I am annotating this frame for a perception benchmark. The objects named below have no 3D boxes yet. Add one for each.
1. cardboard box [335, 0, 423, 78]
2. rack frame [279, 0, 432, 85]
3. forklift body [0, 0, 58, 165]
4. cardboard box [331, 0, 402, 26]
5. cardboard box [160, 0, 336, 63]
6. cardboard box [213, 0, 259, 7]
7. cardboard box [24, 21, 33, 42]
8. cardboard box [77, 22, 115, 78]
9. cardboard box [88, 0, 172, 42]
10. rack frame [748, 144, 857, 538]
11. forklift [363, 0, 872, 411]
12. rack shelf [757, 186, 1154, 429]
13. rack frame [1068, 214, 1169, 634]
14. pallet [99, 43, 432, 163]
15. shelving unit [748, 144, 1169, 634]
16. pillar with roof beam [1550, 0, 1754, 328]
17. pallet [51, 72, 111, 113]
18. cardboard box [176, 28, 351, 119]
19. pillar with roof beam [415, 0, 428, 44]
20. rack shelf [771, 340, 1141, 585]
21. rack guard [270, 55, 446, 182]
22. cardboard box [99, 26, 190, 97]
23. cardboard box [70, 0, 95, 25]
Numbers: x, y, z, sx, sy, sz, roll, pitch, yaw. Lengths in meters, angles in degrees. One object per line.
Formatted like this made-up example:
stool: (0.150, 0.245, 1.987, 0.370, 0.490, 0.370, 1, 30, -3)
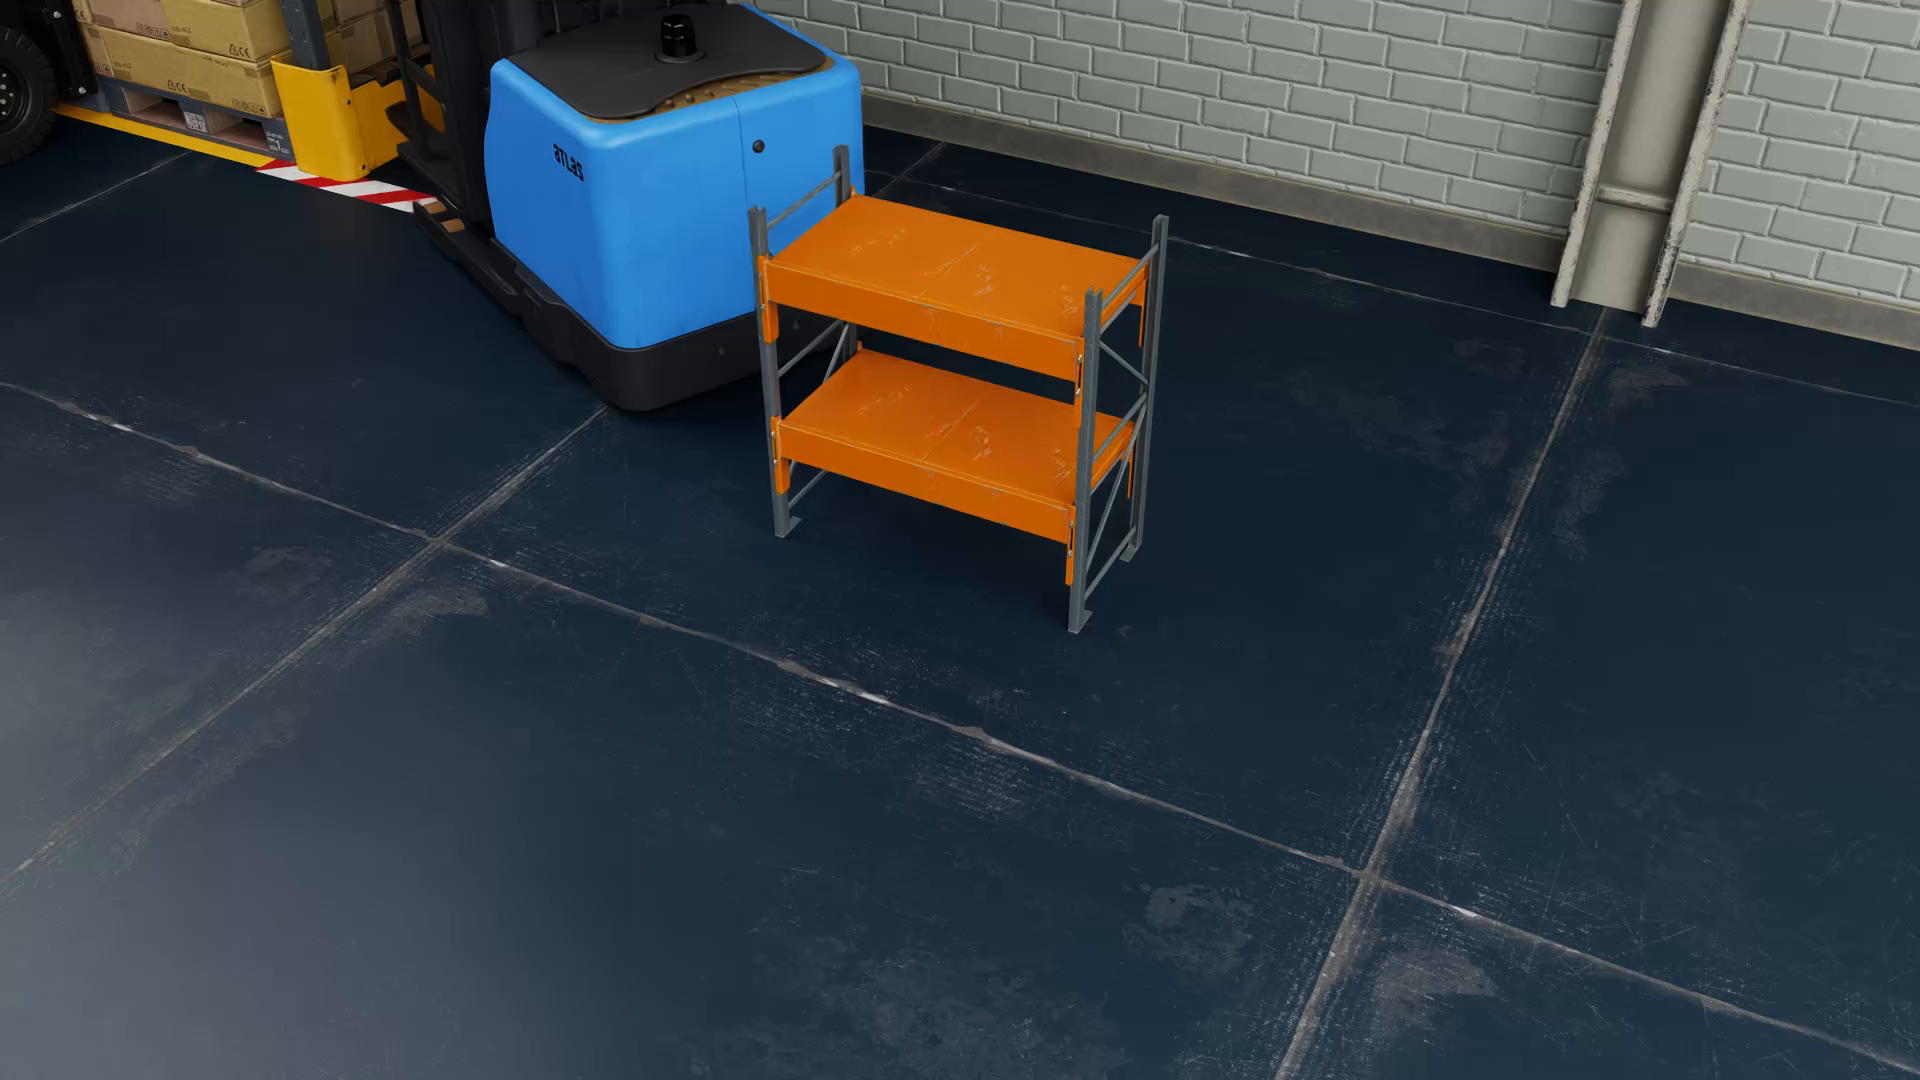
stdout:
cardboard box: (-2.936, -2.441, 7.912, 0.500, 0.250, 0.500, 18, 41, 22)
rack frame: (-2.590, -3.128, 6.889, 0.127, 3.000, 1.000, 17, 41, 21)
forklift body: (-5.112, -2.337, 6.550, 1.214, 2.155, 2.313, 17, 41, 21)
cardboard box: (-2.912, -2.641, 7.762, 0.500, 0.250, 0.500, 18, 41, 22)
cardboard box: (-3.166, -2.366, 7.400, 0.500, 0.250, 0.500, 17, 40, 21)
cardboard box: (-3.142, -2.558, 7.239, 0.500, 0.250, 0.500, 19, 41, 23)
cardboard box: (-4.501, -2.580, 8.095, 0.500, 0.250, 0.500, 19, 41, 23)
cardboard box: (-4.029, -2.448, 7.921, 0.500, 0.250, 0.500, 18, 41, 22)
cardboard box: (-3.606, -2.511, 7.591, 0.500, 0.250, 0.500, 17, 40, 21)
rack frame: (-0.457, -0.591, 5.099, 0.032, 1.125, 0.500, 17, 41, 21)
forklift: (-1.588, -2.454, 6.059, 1.130, 2.935, 3.031, -24, 43, -28)
rack shelf: (-0.006, -0.683, 4.735, 1.000, 0.278, 0.538, 17, 41, 21)
rack frame: (0.445, -0.309, 4.726, 0.032, 1.125, 0.500, 17, 41, 21)
pallet: (-3.288, -2.207, 7.983, 1.213, 0.211, 1.003, 17, 41, 21)
shelving unit: (-0.006, -0.450, 4.912, 1.048, 1.125, 0.538, 17, 41, 21)
pillar with roof beam: (0.555, -2.215, 0.725, 0.400, 9.000, 9.100, 17, 41, 21)
pallet: (-4.367, -2.547, 8.431, 1.213, 0.211, 1.003, 17, 41, 21)
cardboard box: (-3.152, -2.161, 7.542, 0.500, 0.250, 0.500, 18, 41, 22)
pillar with roof beam: (-4.773, -3.883, 2.923, 0.400, 9.000, 9.100, 17, 41, 21)
rack shelf: (-0.006, -0.255, 5.060, 1.000, 0.278, 0.538, 17, 41, 21)
rack guard: (-2.568, -2.125, 7.636, 0.348, 0.500, 1.175, 17, 41, 21)
cardboard box: (-3.589, -2.304, 7.731, 0.500, 0.250, 0.500, 17, 41, 21)
cardboard box: (-4.074, -2.644, 7.765, 0.500, 0.250, 0.500, 16, 40, 20)
